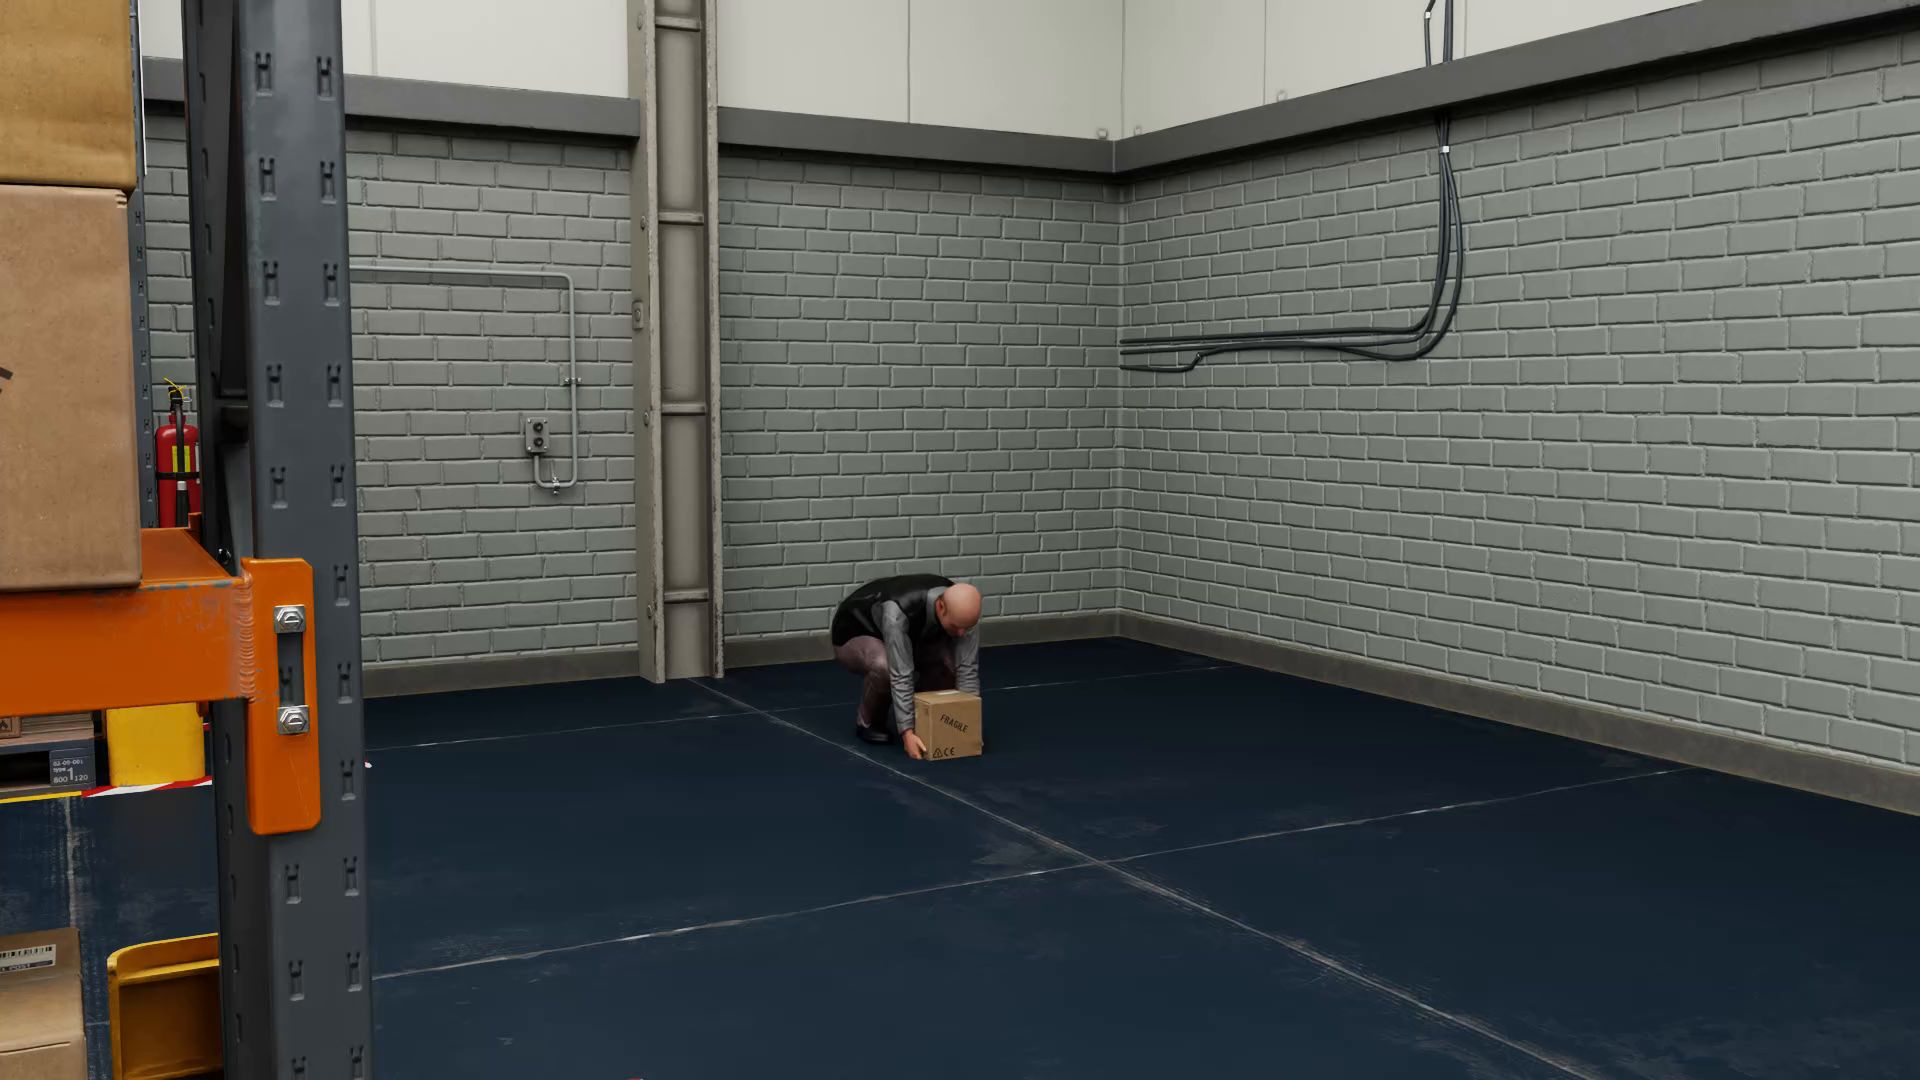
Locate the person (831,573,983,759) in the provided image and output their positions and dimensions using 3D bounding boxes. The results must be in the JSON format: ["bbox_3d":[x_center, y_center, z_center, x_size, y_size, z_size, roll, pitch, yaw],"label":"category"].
[{"bbox_3d":[-0.212,0.553,7.420,0.507,0.819,0.920,-3,6,-30],"label":"person"}]
